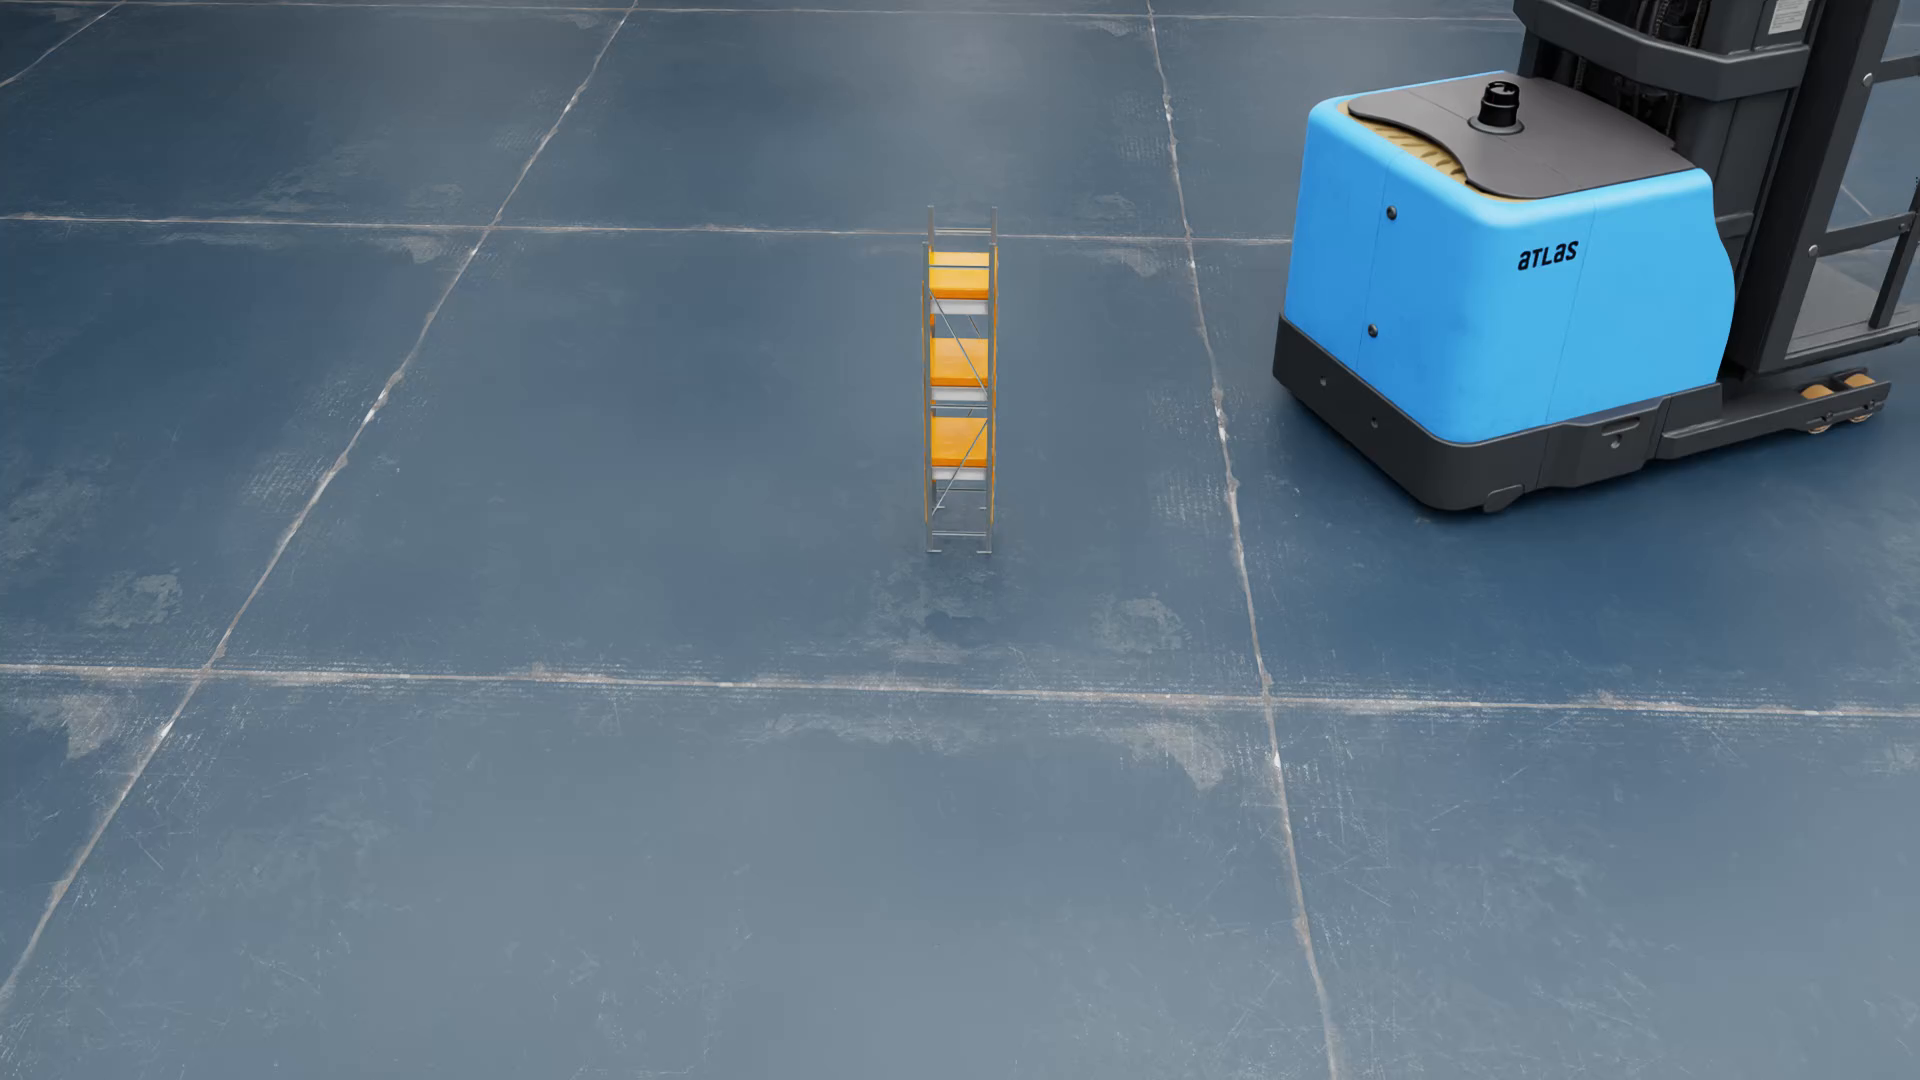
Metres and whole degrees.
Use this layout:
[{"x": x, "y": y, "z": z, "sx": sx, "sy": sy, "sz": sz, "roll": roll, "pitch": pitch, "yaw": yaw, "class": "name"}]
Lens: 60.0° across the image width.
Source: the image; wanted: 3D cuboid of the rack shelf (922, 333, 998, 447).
[{"x": 0.002, "y": -0.452, "z": 4.998, "sx": 0.215, "sy": 0.259, "sz": 0.240, "roll": 1, "pitch": 35, "yaw": 2, "class": "rack shelf"}]

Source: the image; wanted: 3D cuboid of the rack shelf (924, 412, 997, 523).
[{"x": 0.002, "y": -0.224, "z": 5.158, "sx": 0.215, "sy": 0.259, "sz": 0.240, "roll": 1, "pitch": 35, "yaw": 2, "class": "rack shelf"}]

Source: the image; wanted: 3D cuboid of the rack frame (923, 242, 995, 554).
[{"x": -0.003, "y": -0.390, "z": 4.892, "sx": 0.200, "sy": 1.050, "sz": 0.008, "roll": 1, "pitch": 35, "yaw": 2, "class": "rack frame"}]

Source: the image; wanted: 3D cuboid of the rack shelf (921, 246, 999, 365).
[{"x": 0.002, "y": -0.684, "z": 4.835, "sx": 0.215, "sy": 0.259, "sz": 0.240, "roll": 1, "pitch": 35, "yaw": 2, "class": "rack shelf"}]

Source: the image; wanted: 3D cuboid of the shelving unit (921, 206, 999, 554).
[{"x": 0.002, "y": -0.460, "z": 4.992, "sx": 0.215, "sy": 1.050, "sz": 0.252, "roll": 1, "pitch": 35, "yaw": 2, "class": "shelving unit"}]

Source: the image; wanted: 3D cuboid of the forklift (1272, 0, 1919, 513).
[{"x": 2.688, "y": -1.833, "z": 5.309, "sx": 3.031, "sy": 2.935, "sz": 1.130, "roll": -14, "pitch": 37, "yaw": -19, "class": "forklift"}]

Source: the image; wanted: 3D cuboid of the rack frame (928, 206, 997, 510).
[{"x": 0.007, "y": -0.530, "z": 5.092, "sx": 0.200, "sy": 1.050, "sz": 0.008, "roll": 1, "pitch": 35, "yaw": 2, "class": "rack frame"}]
